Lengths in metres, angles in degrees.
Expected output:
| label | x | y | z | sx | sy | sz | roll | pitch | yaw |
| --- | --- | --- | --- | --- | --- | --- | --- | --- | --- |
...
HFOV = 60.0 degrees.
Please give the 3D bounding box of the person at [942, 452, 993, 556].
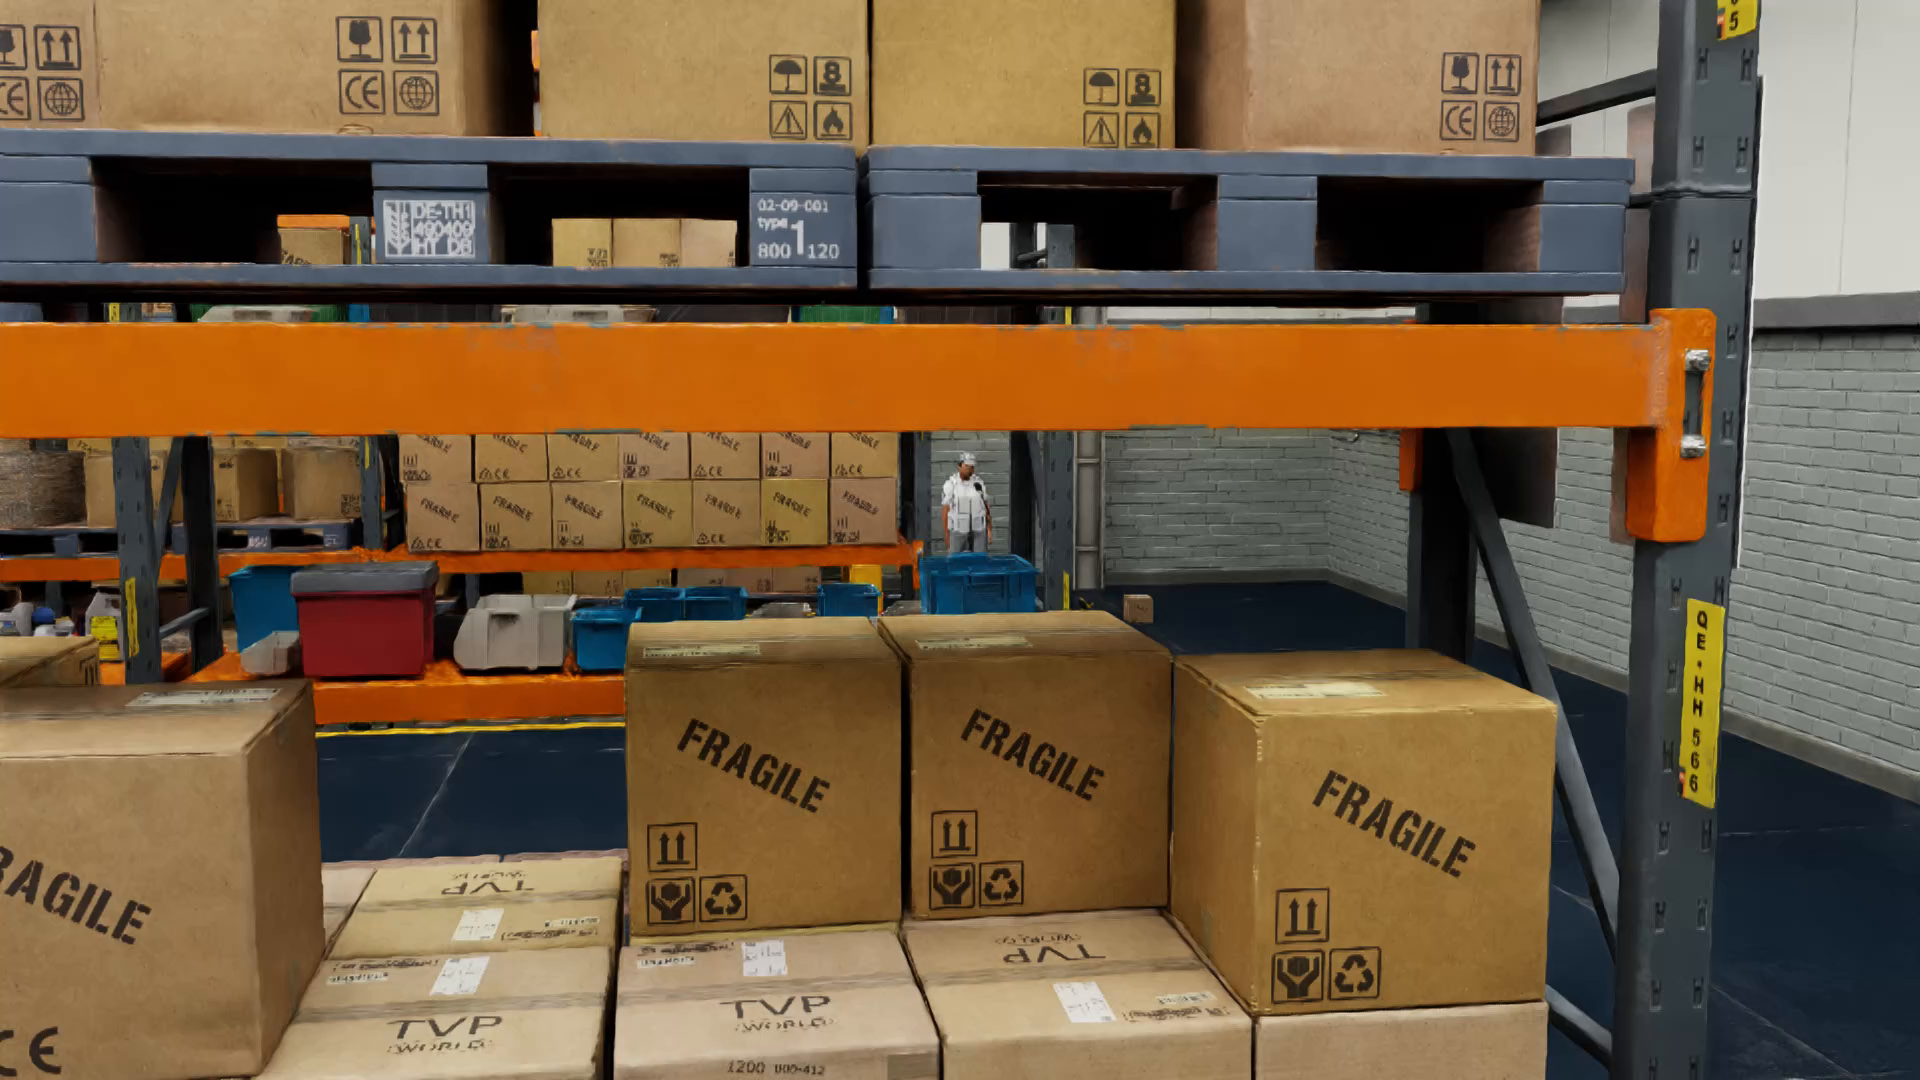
| label | x | y | z | sx | sy | sz | roll | pitch | yaw |
| --- | --- | --- | --- | --- | --- | --- | --- | --- | --- |
| person | 0.068 | -0.078 | 17.331 | 0.520 | 1.672 | 0.399 | -1 | 7 | -12 |
